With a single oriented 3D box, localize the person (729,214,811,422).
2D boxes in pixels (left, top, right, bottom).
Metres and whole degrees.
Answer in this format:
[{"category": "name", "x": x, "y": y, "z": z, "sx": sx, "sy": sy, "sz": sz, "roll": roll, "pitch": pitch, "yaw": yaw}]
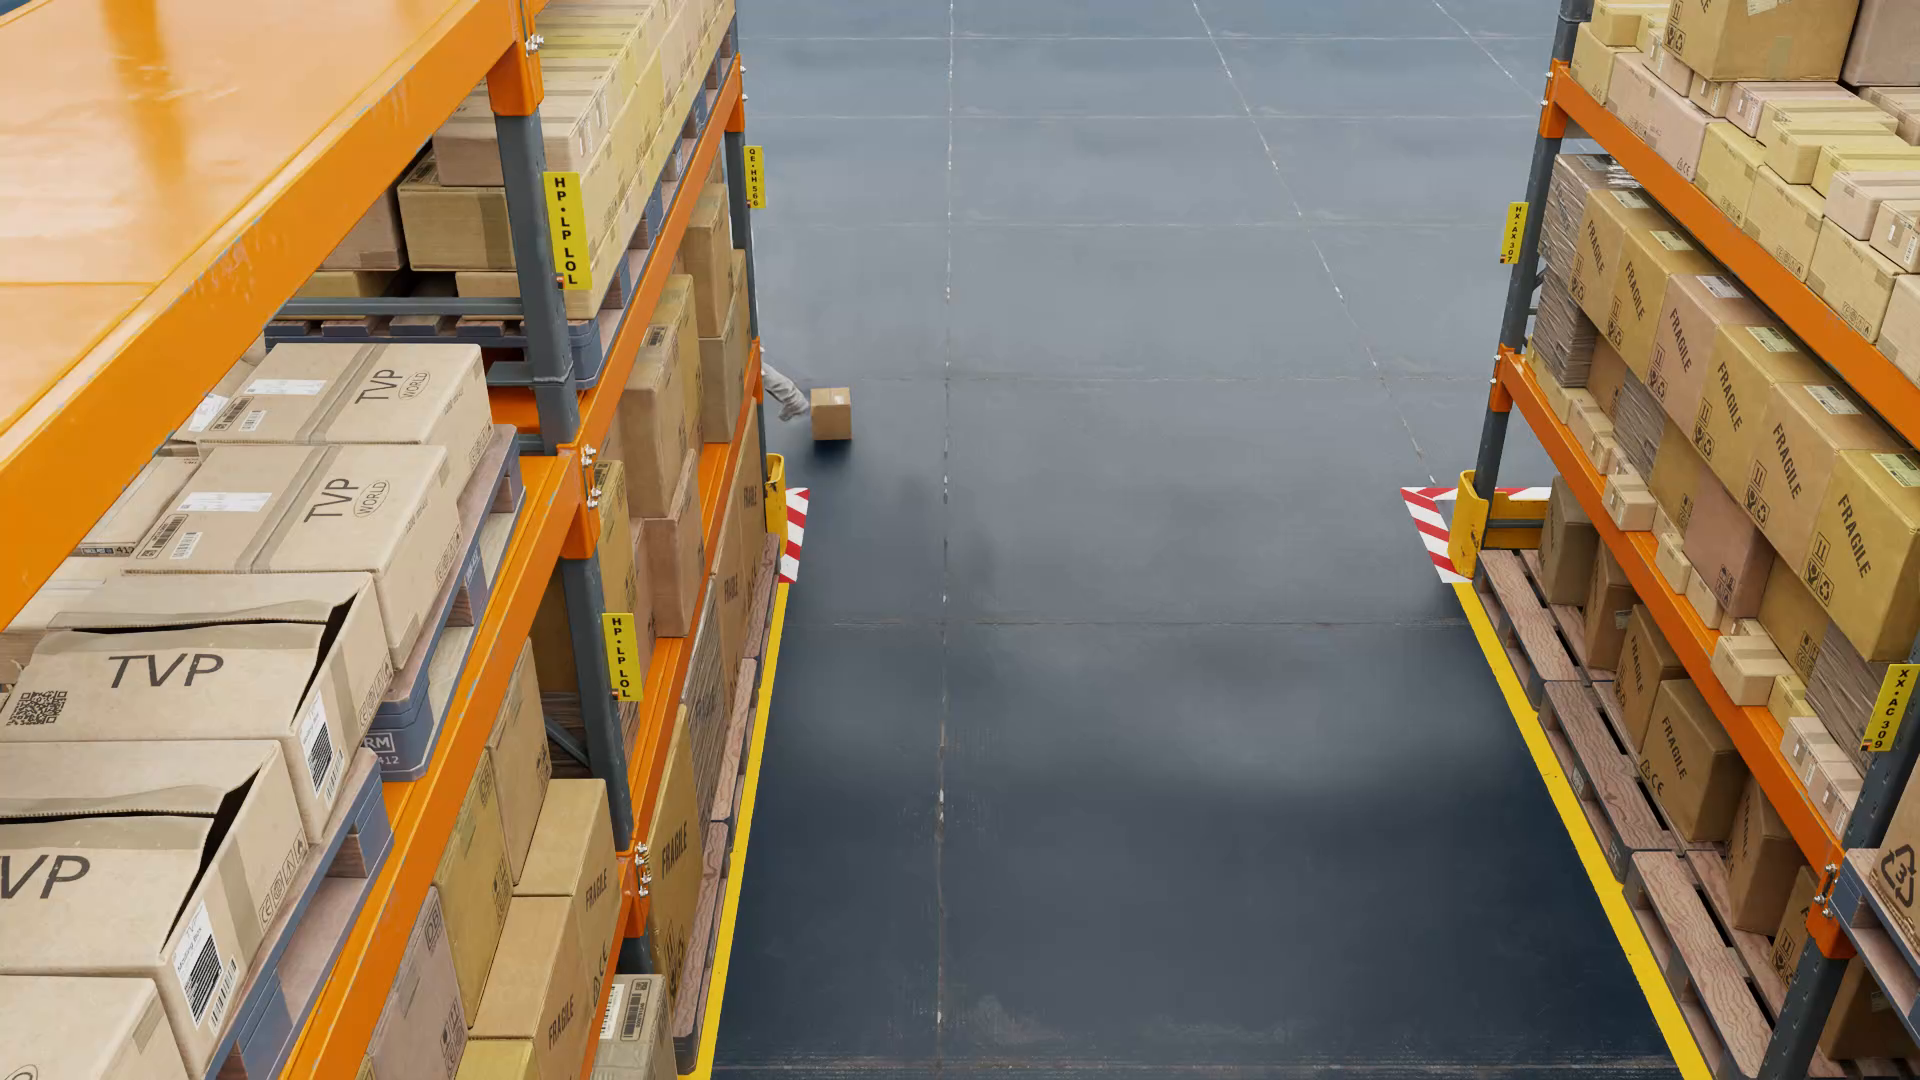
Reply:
[{"category": "person", "x": -1.416, "y": -1.364, "z": 10.151, "sx": 0.884, "sy": 1.762, "sz": 0.593, "roll": 8, "pitch": 32, "yaw": 13}]
